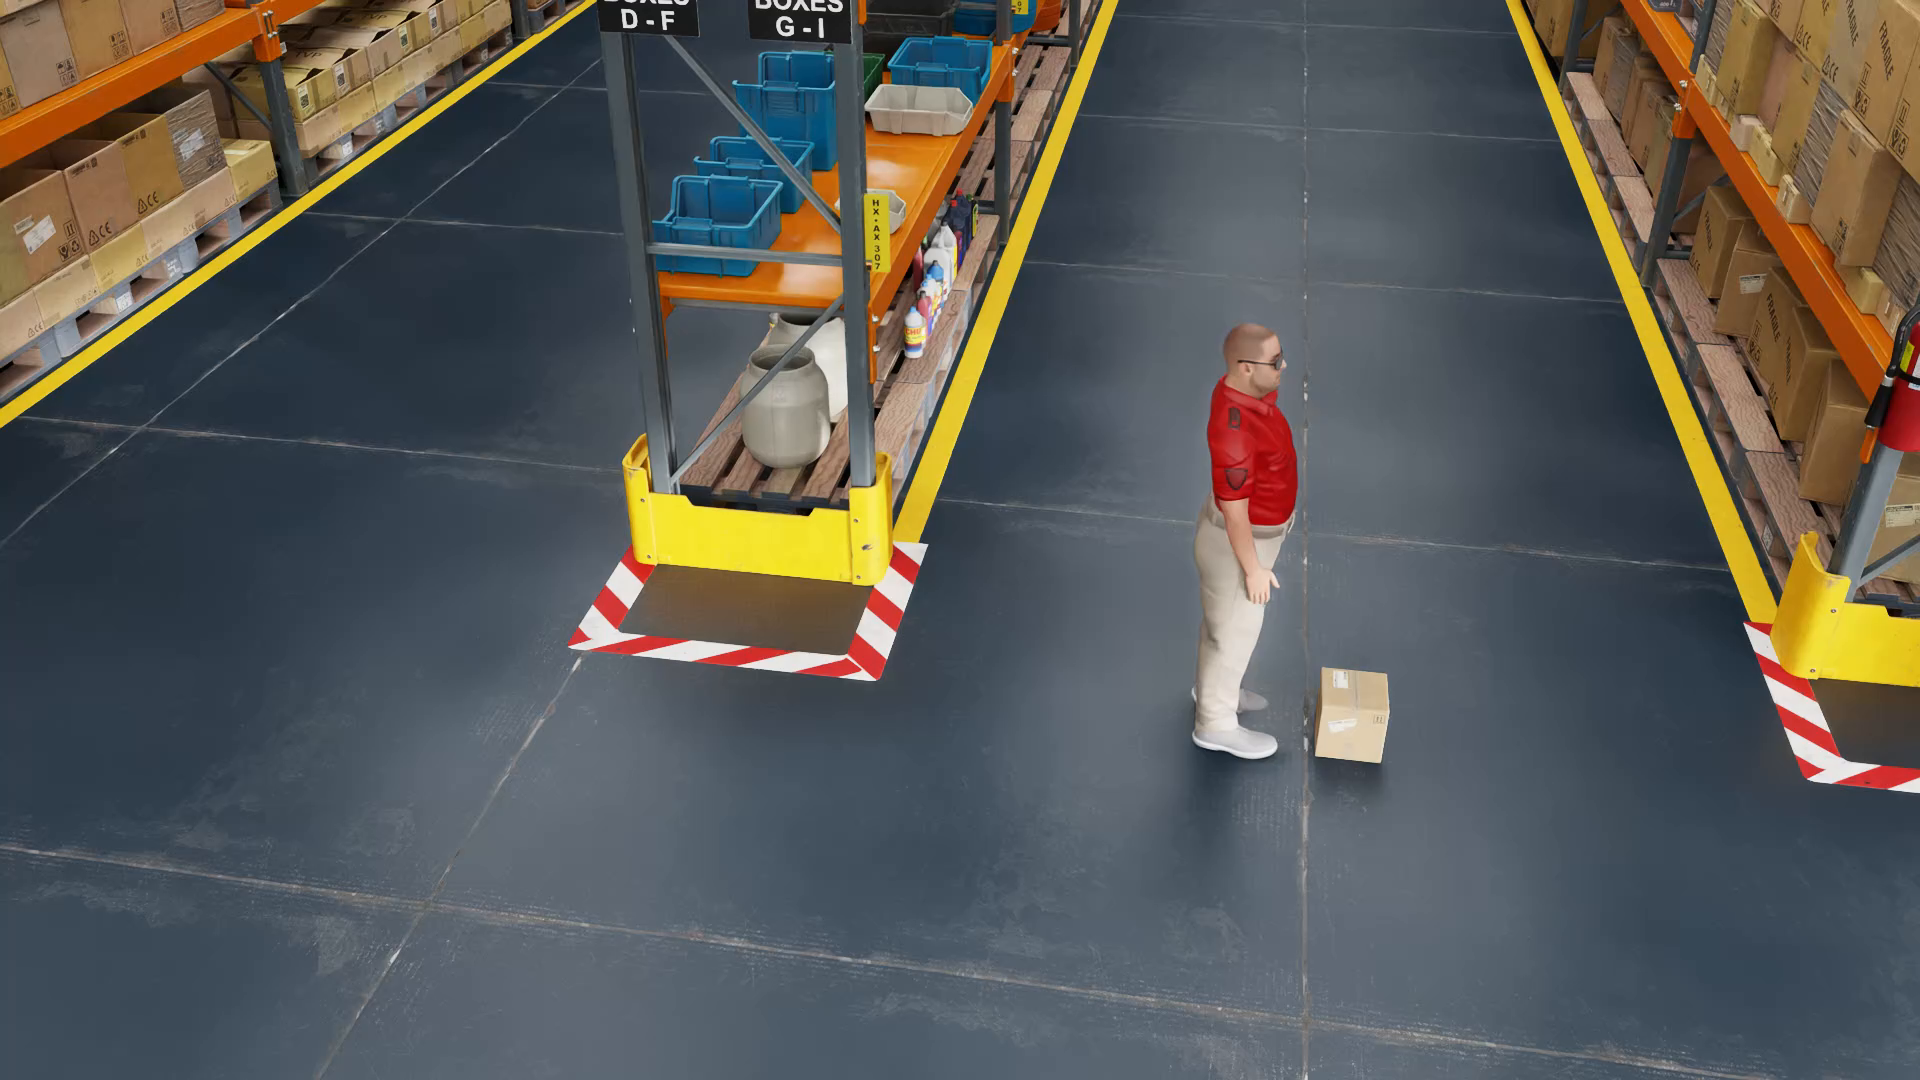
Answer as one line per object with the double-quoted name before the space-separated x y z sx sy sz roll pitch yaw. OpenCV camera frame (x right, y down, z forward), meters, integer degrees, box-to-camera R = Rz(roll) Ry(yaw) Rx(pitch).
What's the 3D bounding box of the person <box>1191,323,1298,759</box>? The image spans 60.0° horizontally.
"person" 1.062 0.020 6.141 0.390 1.767 0.541 6 33 9
